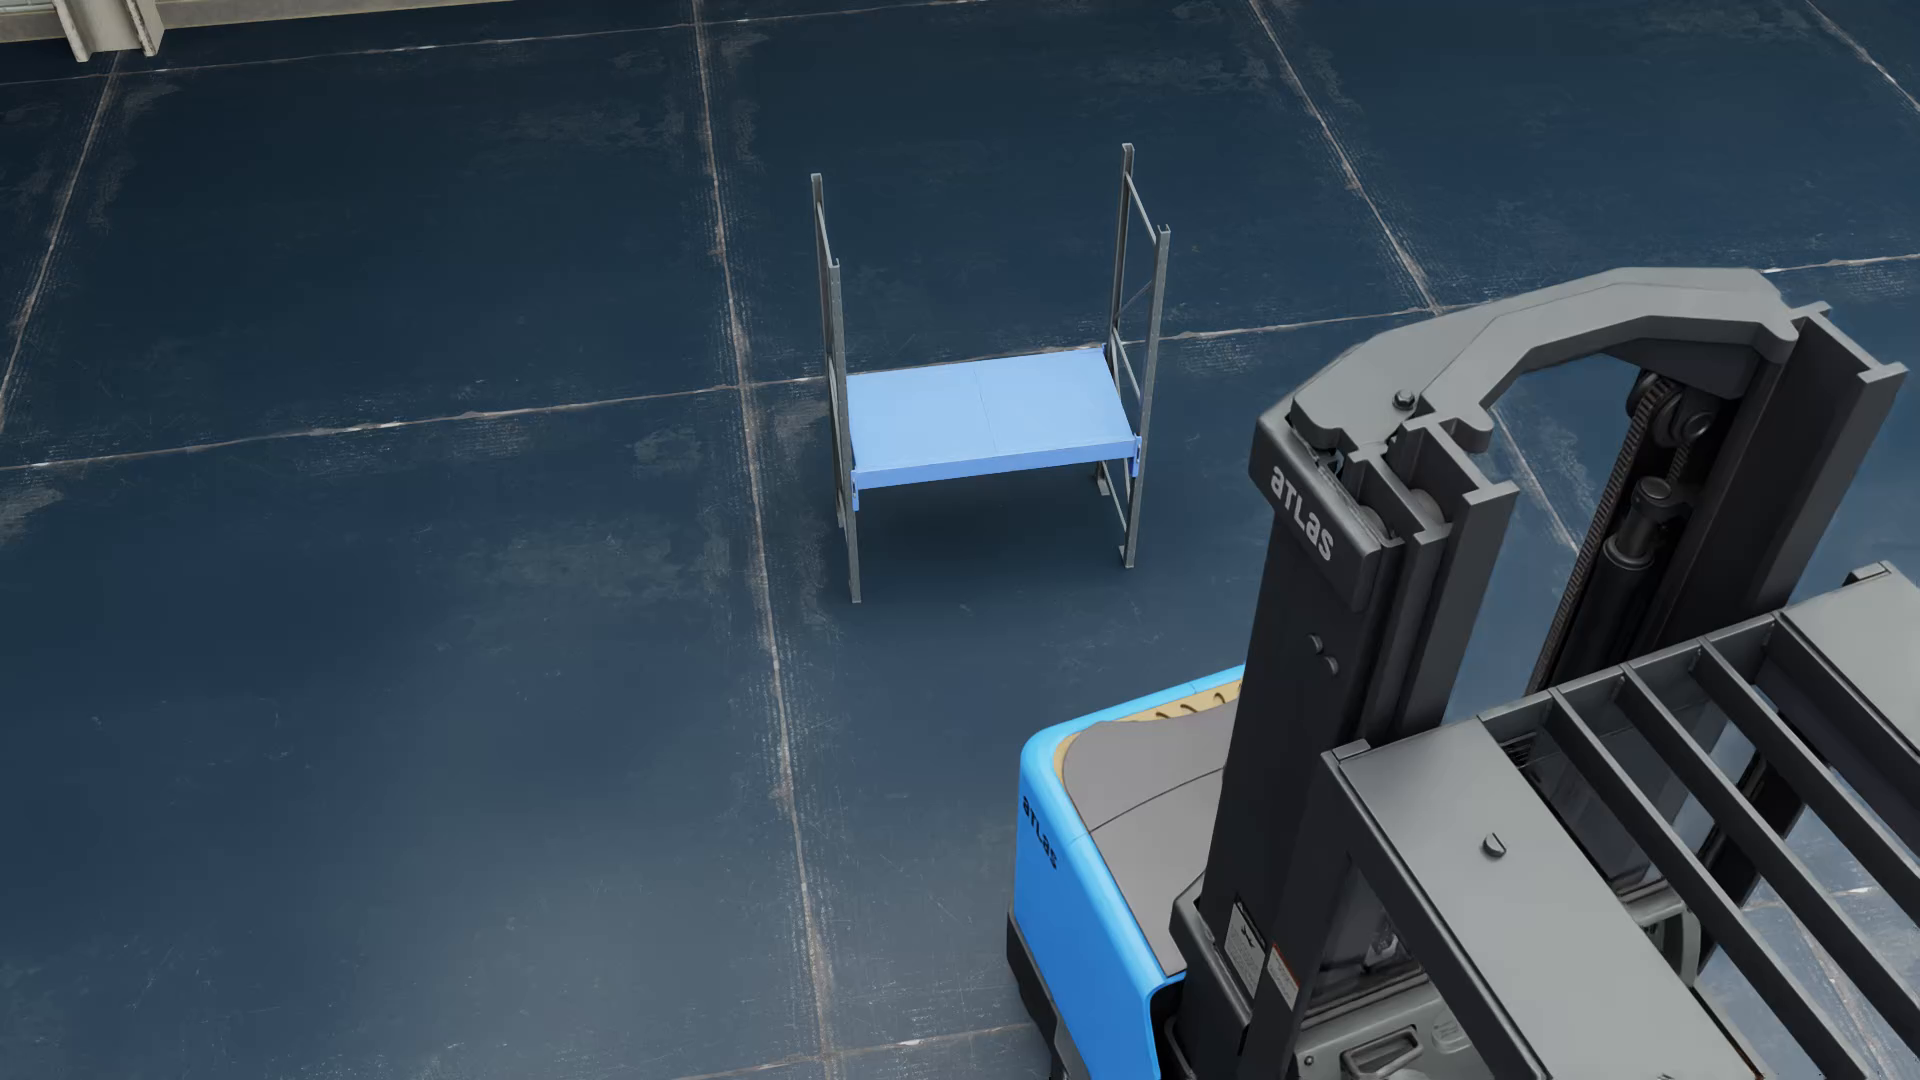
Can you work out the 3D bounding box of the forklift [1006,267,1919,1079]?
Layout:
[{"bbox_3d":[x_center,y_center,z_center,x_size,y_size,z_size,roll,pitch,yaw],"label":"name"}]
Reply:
[{"bbox_3d":[1.155,1.091,3.163,1.130,2.935,3.031,-16,48,-15],"label":"forklift"}]

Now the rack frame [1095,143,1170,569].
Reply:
[{"bbox_3d":[0.585,-0.593,5.780,0.032,1.500,0.500,-7,46,-7],"label":"rack frame"}]

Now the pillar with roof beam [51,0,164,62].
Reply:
[{"bbox_3d":[-3.690,-2.686,2.589,0.400,9.000,9.100,-7,46,-7],"label":"pillar with roof beam"}]

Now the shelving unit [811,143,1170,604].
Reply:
[{"bbox_3d":[0.084,-0.531,5.720,1.048,1.500,0.538,-7,46,-7],"label":"shelving unit"}]

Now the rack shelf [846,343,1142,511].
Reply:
[{"bbox_3d":[0.084,-0.406,5.850,1.000,0.185,0.538,-7,46,-7],"label":"rack shelf"}]

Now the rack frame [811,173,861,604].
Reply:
[{"bbox_3d":[-0.417,-0.468,5.660,0.032,1.500,0.500,-7,46,-7],"label":"rack frame"}]
